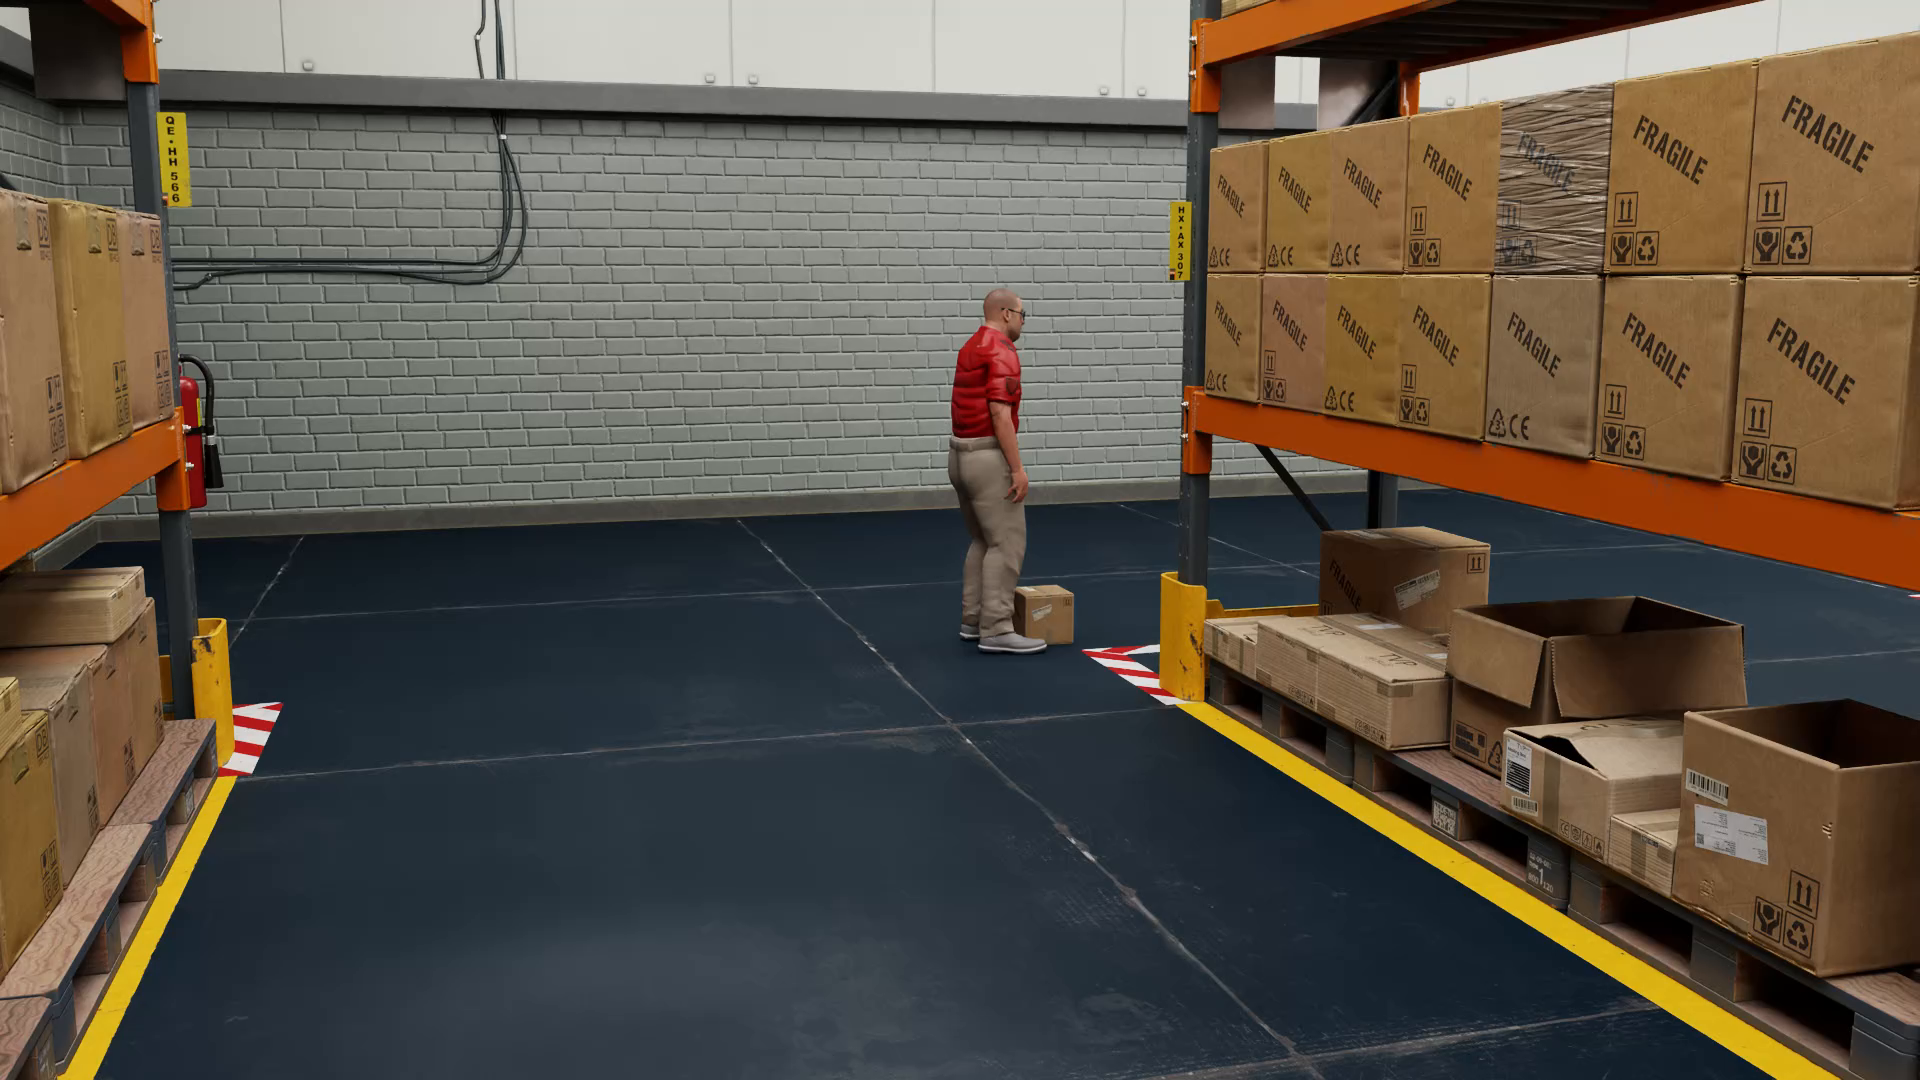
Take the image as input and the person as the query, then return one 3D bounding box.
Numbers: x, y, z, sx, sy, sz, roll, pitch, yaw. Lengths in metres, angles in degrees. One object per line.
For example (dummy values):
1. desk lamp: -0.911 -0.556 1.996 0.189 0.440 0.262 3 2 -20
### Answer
1. person: 0.161 -0.346 8.054 0.396 1.727 0.606 -3 10 -19
